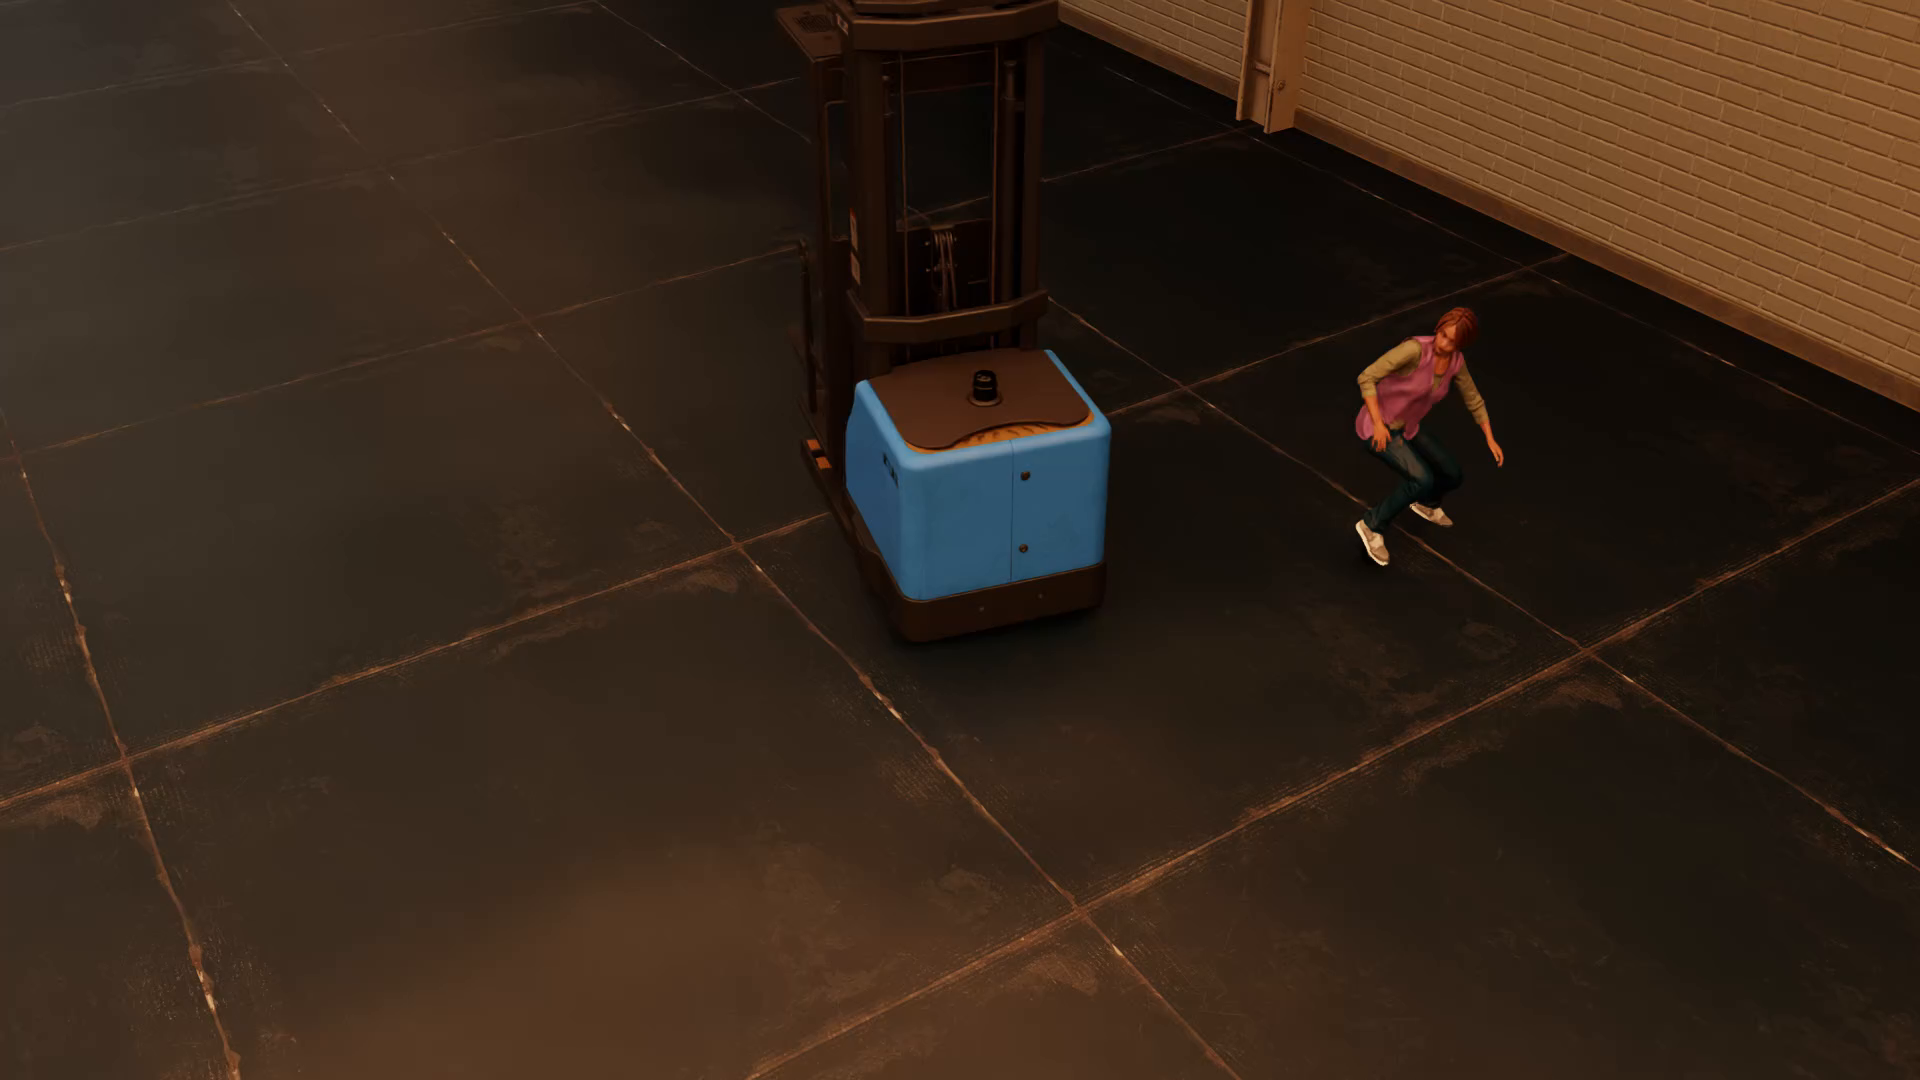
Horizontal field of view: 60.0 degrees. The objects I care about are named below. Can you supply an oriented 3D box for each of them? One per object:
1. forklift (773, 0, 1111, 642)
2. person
[{"bbox_3d":[-0.248,-1.560,8.367,1.130,2.935,3.031,-11,37,-15],"label":"forklift"},{"bbox_3d":[2.309,-0.525,8.319,0.722,1.370,0.603,-22,41,-28],"label":"person"}]
